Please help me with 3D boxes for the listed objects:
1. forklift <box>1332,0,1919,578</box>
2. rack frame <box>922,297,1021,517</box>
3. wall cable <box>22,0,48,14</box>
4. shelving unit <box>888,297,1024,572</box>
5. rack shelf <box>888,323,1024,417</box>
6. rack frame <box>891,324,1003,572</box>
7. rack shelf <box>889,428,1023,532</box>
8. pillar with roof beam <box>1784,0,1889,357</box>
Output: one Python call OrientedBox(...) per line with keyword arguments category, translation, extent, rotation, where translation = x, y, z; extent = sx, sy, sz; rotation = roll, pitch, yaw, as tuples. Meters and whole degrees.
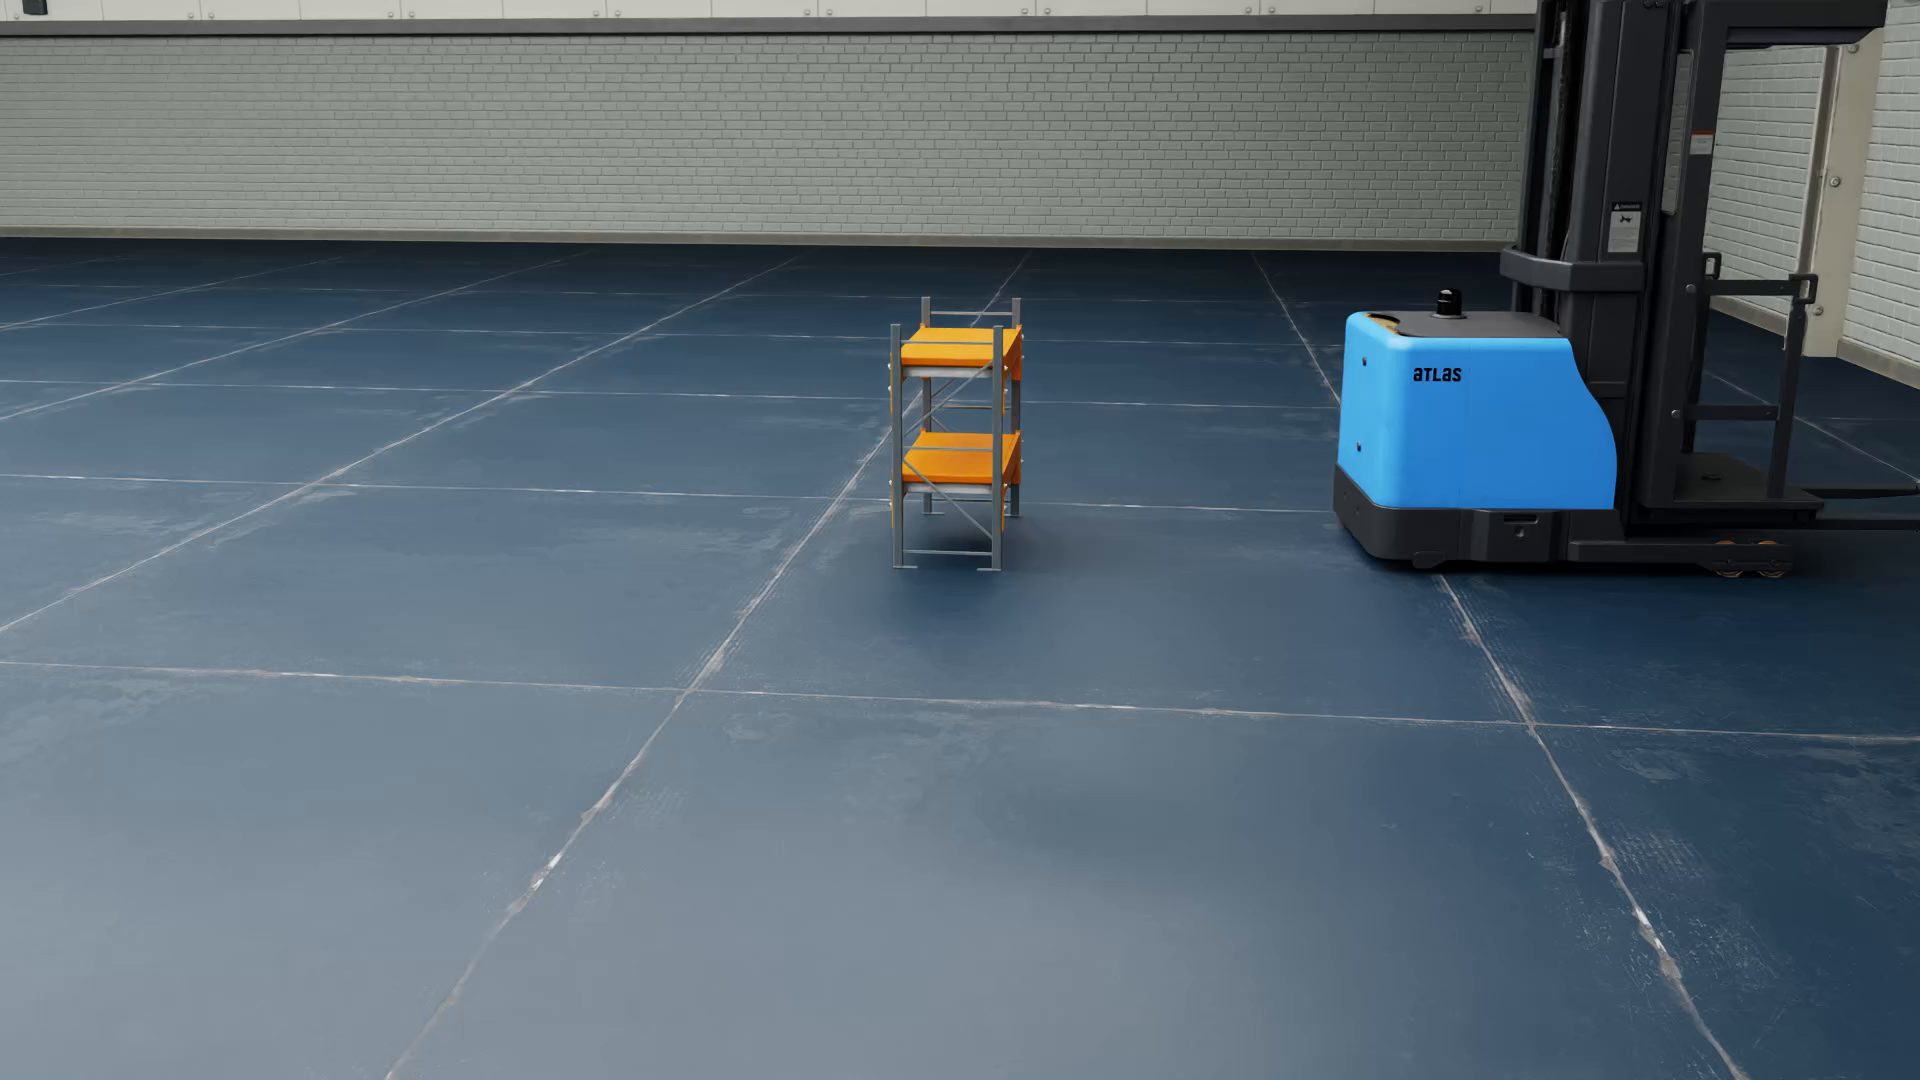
OrientedBox(category="forklift", translation=(3.403, -1.384, 7.666), extent=(3.031, 2.935, 1.130), rotation=(0, 15, 1))
OrientedBox(category="rack frame", translation=(0.057, -0.673, 8.496), extent=(0.500, 1.125, 0.032), rotation=(2, 15, 6))
OrientedBox(category="wall cable", translation=(-12.388, -10.481, 23.169), extent=(2.305, 6.003, 0.169), rotation=(2, 15, 6))
OrientedBox(category="shelving unit", translation=(-0.001, -0.541, 8.009), extent=(0.538, 1.125, 1.048), rotation=(2, 15, 6))
OrientedBox(category="rack shelf", translation=(-0.001, -0.824, 7.932), extent=(0.538, 0.278, 1.000), rotation=(2, 15, 6))
OrientedBox(category="rack frame", translation=(-0.058, -0.409, 7.521), extent=(0.500, 1.125, 0.032), rotation=(2, 15, 6))
OrientedBox(category="rack shelf", translation=(-0.001, -0.305, 8.073), extent=(0.538, 0.278, 1.000), rotation=(2, 15, 6))
OrientedBox(category="pillar with roof beam", translation=(2.878, -6.041, 13.263), extent=(9.100, 9.000, 0.400), rotation=(2, 15, 6))
